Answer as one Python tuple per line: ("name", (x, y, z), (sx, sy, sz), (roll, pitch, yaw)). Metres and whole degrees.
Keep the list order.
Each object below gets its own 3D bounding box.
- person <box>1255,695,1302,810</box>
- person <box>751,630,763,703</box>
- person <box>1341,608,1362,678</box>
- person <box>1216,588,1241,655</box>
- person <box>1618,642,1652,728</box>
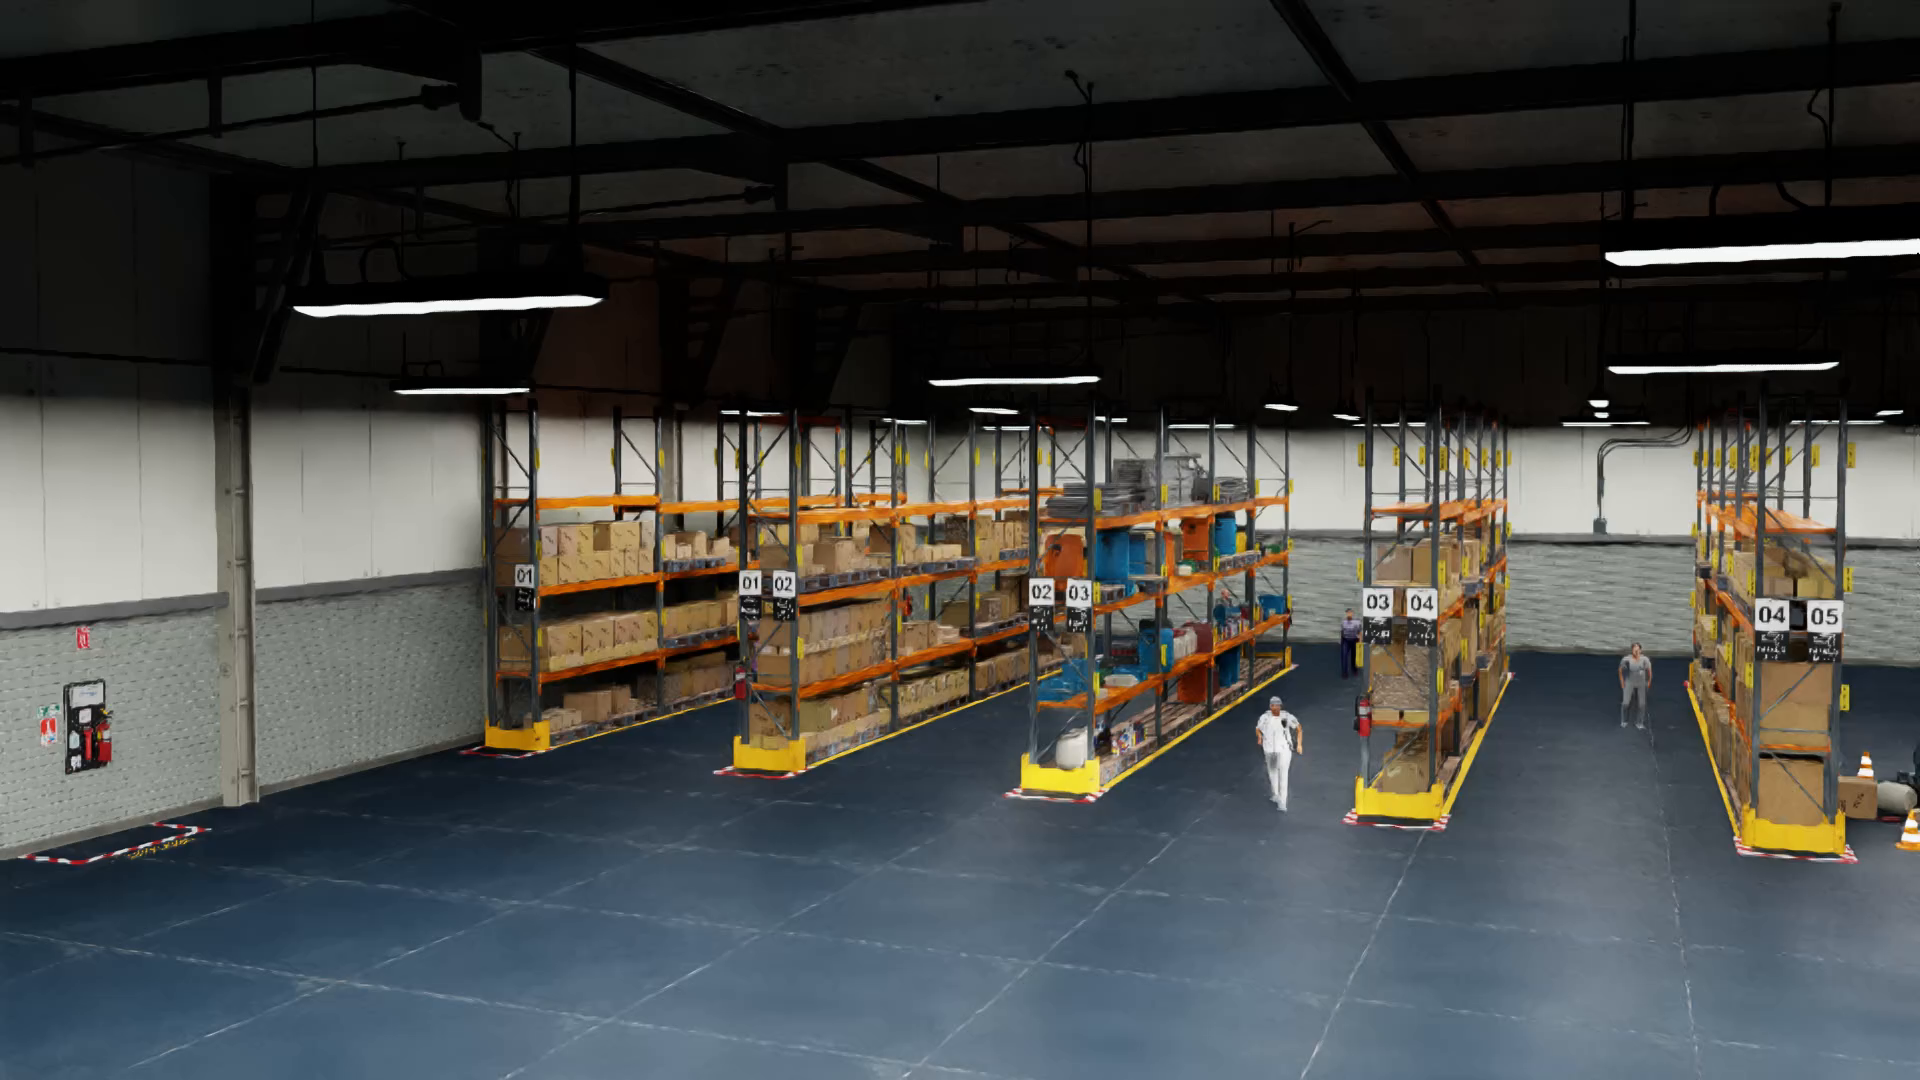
("person", (4.576, 3.022, 23.973), (0.628, 1.599, 0.828), (1, 3, 27))
("person", (-3.943, 2.568, 32.856), (0.419, 1.603, 0.504), (0, 3, -5))
("person", (8.922, 2.333, 37.923), (0.493, 1.589, 1.000), (1, 3, 20))
("person", (6.724, 2.064, 41.986), (0.737, 1.712, 0.565), (-2, 3, -30))
("person", (12.510, 2.679, 30.819), (0.580, 1.617, 0.503), (1, 3, 19))
